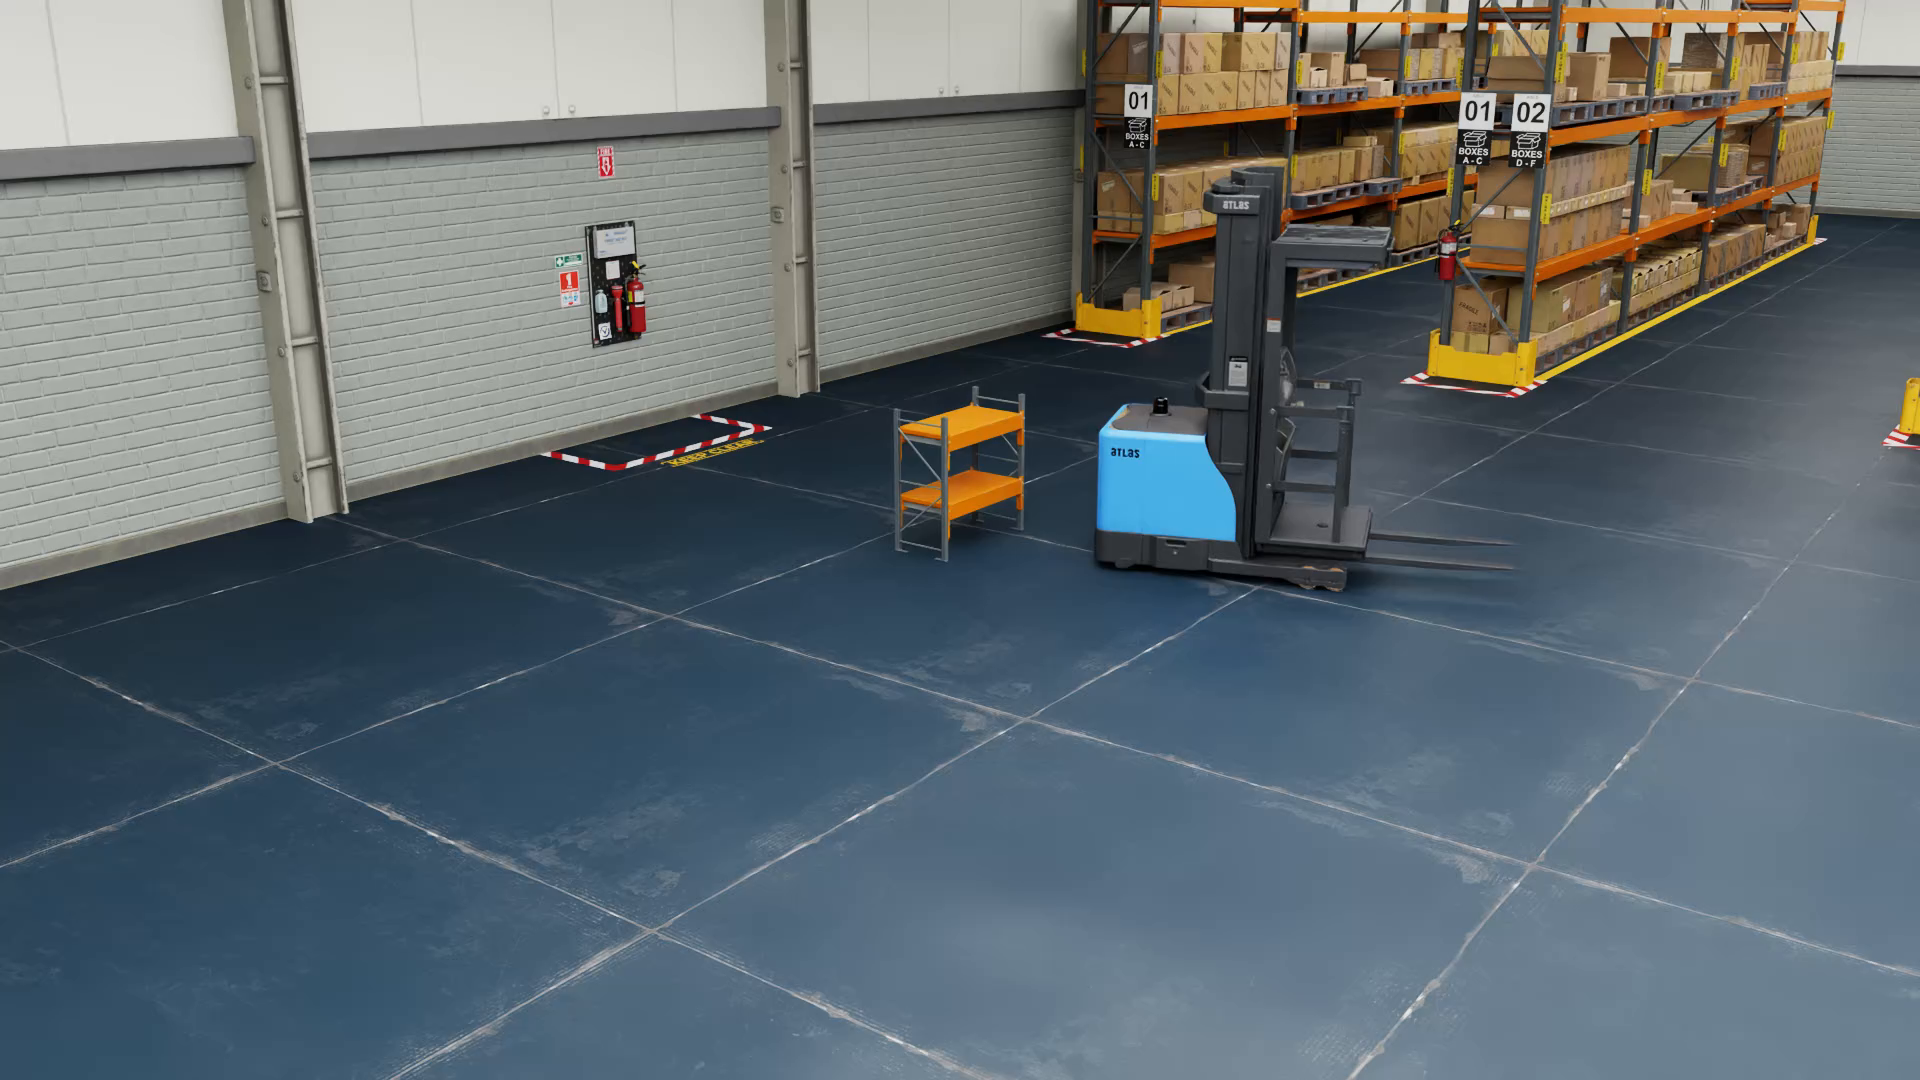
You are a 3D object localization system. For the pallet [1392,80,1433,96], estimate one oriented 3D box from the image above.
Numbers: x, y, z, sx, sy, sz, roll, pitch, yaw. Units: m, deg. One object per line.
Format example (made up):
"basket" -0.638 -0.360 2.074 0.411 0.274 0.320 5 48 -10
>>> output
"pallet" 7.159 -7.593 27.897 1.213 0.211 1.003 14 22 37

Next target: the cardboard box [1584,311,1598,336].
"cardboard box" 7.723 -2.760 21.002 0.500 0.250 0.500 12 21 35

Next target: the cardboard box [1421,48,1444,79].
"cardboard box" 7.960 -8.289 28.909 0.700 0.500 0.500 12 21 35

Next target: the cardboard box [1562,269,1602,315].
"cardboard box" 7.713 -3.120 20.898 0.500 0.500 0.500 12 21 35

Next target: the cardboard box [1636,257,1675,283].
"cardboard box" 9.777 -3.837 23.523 0.500 0.311 0.500 13 22 36

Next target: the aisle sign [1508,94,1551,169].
"aisle sign" 6.239 -4.480 18.228 0.394 0.787 0.004 12 21 35

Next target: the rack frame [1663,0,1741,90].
"rack frame" 10.799 -8.078 24.084 1.000 3.000 0.127 12 21 35

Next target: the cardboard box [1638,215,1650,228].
"cardboard box" 9.108 -4.316 22.506 0.380 0.149 0.250 12 21 35

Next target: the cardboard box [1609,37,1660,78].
"cardboard box" 8.815 -6.320 21.760 0.500 0.500 0.500 13 21 35

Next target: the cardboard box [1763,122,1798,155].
"cardboard box" 13.996 -6.877 28.476 0.500 0.500 0.500 12 21 33

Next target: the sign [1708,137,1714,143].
"sign" 12.742 -6.674 28.216 0.100 0.325 0.005 12 21 35

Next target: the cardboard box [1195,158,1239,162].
"cardboard box" 3.676 -5.234 23.994 0.500 0.500 0.500 12 21 34

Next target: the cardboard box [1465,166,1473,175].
"cardboard box" 9.096 -6.735 30.264 0.380 0.149 0.250 13 21 36

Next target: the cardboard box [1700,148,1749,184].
"cardboard box" 12.179 -5.983 26.574 0.700 0.500 0.500 7 19 21

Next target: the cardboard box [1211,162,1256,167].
"cardboard box" 3.800 -5.026 23.325 0.500 0.500 0.500 12 21 33

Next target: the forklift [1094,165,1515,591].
"forklift" 2.588 -1.203 12.174 3.031 2.935 1.130 5 18 15

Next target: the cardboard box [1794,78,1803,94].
"cardboard box" 13.972 -7.717 28.232 0.500 0.250 0.500 12 21 35

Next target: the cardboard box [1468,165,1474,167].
"cardboard box" 9.129 -7.085 30.298 0.500 0.500 0.500 12 21 34

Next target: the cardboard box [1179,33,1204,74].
"cardboard box" 2.816 -6.309 21.556 0.500 0.500 0.500 12 21 34

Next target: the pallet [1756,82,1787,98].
"pallet" 12.737 -7.366 27.164 1.213 0.211 1.003 12 21 35

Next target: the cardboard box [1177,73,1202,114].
"cardboard box" 2.800 -5.829 21.697 0.500 0.500 0.500 14 22 38

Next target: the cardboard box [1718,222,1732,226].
"cardboard box" 12.698 -5.110 28.115 0.500 0.500 0.500 11 21 32

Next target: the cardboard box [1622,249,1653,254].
"cardboard box" 9.945 -4.169 24.594 0.500 0.311 0.500 12 21 33

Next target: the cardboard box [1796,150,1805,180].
"cardboard box" 14.609 -6.650 29.431 0.500 0.500 0.500 12 21 34

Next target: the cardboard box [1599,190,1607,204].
"cardboard box" 7.818 -4.273 20.685 0.380 0.149 0.250 12 21 34

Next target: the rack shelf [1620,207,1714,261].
"rack shelf" 9.607 -4.393 23.546 1.077 0.370 4.000 12 21 35

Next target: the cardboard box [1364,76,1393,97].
"cardboard box" 6.606 -7.268 26.649 0.500 0.311 0.500 12 21 35

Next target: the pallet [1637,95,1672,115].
"pallet" 8.931 -5.814 22.173 0.805 0.209 1.217 11 21 33

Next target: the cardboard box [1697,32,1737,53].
"cardboard box" 11.368 -7.395 25.088 0.500 0.500 0.500 12 21 35

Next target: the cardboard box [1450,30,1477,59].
"cardboard box" 9.431 -9.215 30.915 0.500 0.500 0.500 12 21 34

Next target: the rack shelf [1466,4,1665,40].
"rack shelf" 7.224 -6.115 19.648 1.077 0.370 4.000 12 21 35

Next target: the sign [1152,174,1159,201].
"sign" 2.488 -4.500 21.217 0.100 0.325 0.005 12 21 35

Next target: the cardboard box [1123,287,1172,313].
"cardboard box" 2.536 -3.257 22.467 0.500 0.311 0.500 10 20 29

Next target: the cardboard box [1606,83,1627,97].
"cardboard box" 7.916 -5.505 20.335 0.380 0.149 0.250 12 21 35

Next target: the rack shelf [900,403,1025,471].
"rack shelf" 0.004 -0.818 12.995 0.538 0.278 1.000 12 21 35

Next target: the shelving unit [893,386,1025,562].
"shelving unit" 0.004 -0.539 13.082 0.538 1.125 1.048 12 21 35

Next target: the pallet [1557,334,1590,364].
"pallet" 7.182 -2.455 20.794 1.003 0.211 1.213 12 21 35

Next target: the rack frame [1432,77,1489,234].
"rack frame" 9.202 -7.040 30.858 1.000 3.000 0.127 12 21 35

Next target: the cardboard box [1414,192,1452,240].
"cardboard box" 8.392 -5.824 29.858 0.750 0.750 0.750 13 22 36

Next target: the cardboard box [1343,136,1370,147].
"cardboard box" 6.457 -6.489 27.077 0.380 0.149 0.250 9 19 26

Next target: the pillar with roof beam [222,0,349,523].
"pillar with roof beam" -1.919 -3.748 10.140 9.100 9.000 0.400 12 21 35

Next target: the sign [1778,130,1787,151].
"sign" 13.630 -6.622 27.557 0.100 0.325 0.005 12 21 35

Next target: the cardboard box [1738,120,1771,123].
"cardboard box" 13.879 -7.100 29.195 0.500 0.500 0.500 13 21 35

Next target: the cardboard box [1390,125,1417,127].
"cardboard box" 7.803 -7.165 29.290 0.500 0.250 0.500 12 21 33

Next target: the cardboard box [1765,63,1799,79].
"cardboard box" 13.672 -7.838 27.776 0.500 0.250 0.500 12 21 35

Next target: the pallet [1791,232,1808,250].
"pallet" 15.046 -5.579 30.853 1.003 0.211 1.213 12 21 35

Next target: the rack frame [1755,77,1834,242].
"rack frame" 15.566 -7.119 31.110 1.000 3.000 0.127 12 21 35

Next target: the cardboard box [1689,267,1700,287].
"cardboard box" 10.681 -3.932 24.777 0.500 0.250 0.500 13 21 36

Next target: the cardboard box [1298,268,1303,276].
"cardboard box" 4.860 -4.330 25.601 0.700 0.500 0.500 13 22 37

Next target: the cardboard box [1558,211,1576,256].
"cardboard box" 6.930 -3.708 19.957 0.700 0.500 0.500 13 21 35

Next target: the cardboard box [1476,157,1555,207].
"cardboard box" 6.352 -4.097 19.022 0.700 0.500 0.500 13 21 35

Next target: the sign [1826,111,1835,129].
"sign" 15.999 -7.720 30.560 0.100 0.325 0.005 12 21 35

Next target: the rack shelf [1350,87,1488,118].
"rack shelf" 8.010 -7.653 28.985 1.077 0.370 4.000 12 21 35

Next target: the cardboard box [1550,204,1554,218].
"cardboard box" 6.594 -3.784 19.109 0.380 0.149 0.250 12 21 33

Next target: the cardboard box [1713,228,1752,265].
"cardboard box" 12.518 -4.779 27.047 0.500 0.500 0.500 13 21 35
